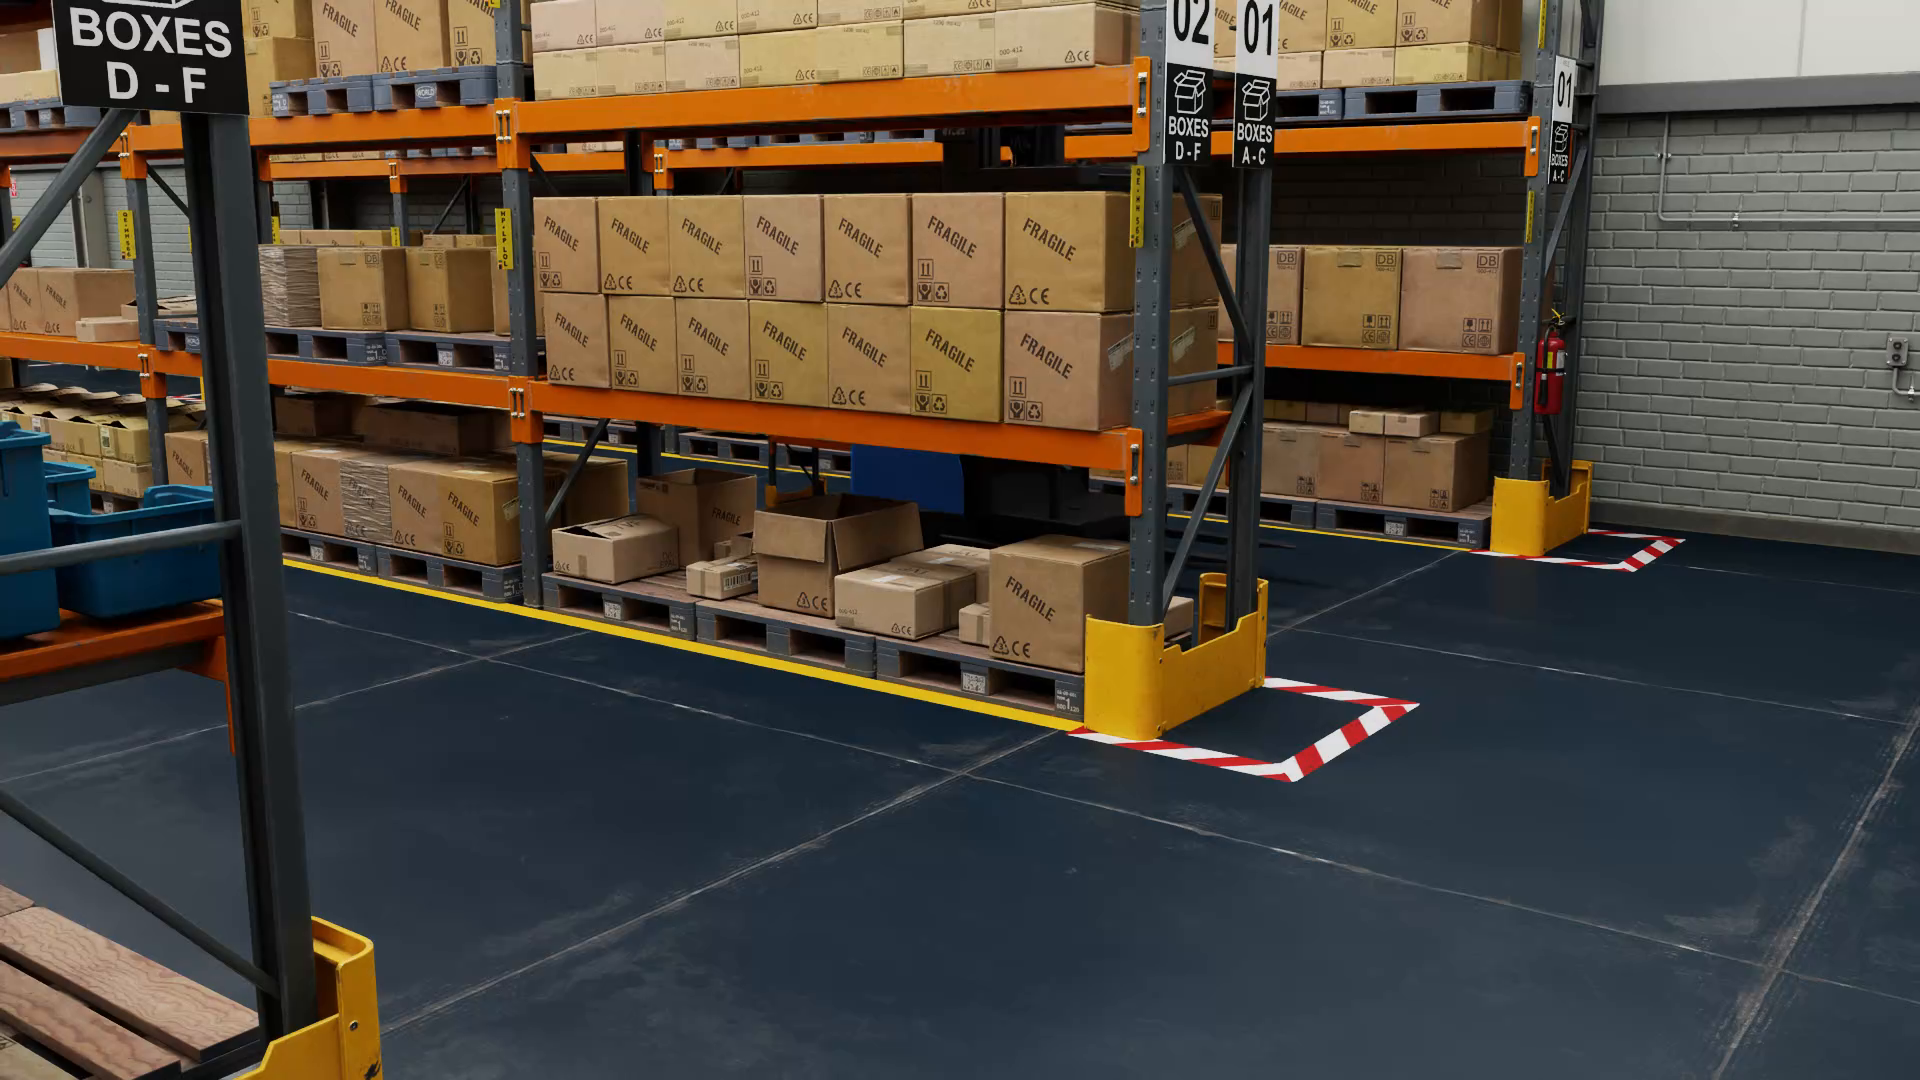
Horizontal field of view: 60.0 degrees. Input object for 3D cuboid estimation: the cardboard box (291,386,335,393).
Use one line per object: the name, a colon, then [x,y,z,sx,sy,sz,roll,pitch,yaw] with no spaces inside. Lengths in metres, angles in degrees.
cardboard box: [-7.378,-2.010,19.446,0.500,0.500,0.700,7,13,32]

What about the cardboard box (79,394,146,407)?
cardboard box: [-6.886,-1.018,13.550,0.500,0.311,0.500,8,13,35]

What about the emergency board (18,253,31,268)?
emergency board: [-14.633,-4.279,25.752,0.643,1.169,0.194,8,13,36]

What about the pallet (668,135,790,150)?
pallet: [-1.906,-3.684,15.273,1.003,0.211,1.213,9,14,38]

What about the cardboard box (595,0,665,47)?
cardboard box: [-1.512,-2.655,8.539,0.500,0.250,0.500,8,13,36]

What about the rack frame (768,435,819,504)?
rack frame: [-1.245,-0.937,12.423,0.032,1.500,0.500,9,14,39]

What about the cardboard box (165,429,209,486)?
cardboard box: [-5.187,-0.503,11.655,0.500,0.500,0.500,9,14,38]

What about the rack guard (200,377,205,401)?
rack guard: [-8.843,-2.032,20.715,0.348,0.500,1.175,8,13,36]

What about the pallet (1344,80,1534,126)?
pallet: [3.388,-2.979,11.370,1.213,0.211,1.003,8,13,36]

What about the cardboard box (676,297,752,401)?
cardboard box: [-1.095,-0.996,8.517,0.500,0.500,0.500,8,13,35]

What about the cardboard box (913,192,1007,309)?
cardboard box: [0.134,-1.314,7.531,0.500,0.500,0.500,8,14,37]

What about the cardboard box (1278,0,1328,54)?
cardboard box: [2.418,-3.647,11.637,0.500,0.500,0.500,7,13,33]

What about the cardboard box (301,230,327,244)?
cardboard box: [-7.049,-3.241,18.755,0.500,0.500,0.500,7,13,34]

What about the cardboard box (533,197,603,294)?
cardboard box: [-1.948,-1.603,9.025,0.500,0.500,0.500,8,14,37]

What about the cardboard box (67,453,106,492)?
cardboard box: [-6.371,-0.545,12.581,0.500,0.250,0.500,8,13,35]

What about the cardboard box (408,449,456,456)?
cardboard box: [-3.241,-0.355,10.893,0.500,0.500,0.500,8,14,36]

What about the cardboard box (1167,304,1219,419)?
cardboard box: [0.861,-0.849,7.758,0.500,0.500,0.500,8,14,37]

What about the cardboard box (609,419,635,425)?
cardboard box: [-3.067,-1.430,16.445,0.500,0.500,0.700,8,14,36]

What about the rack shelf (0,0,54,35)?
rack shelf: [-3.484,-1.296,4.329,4.000,0.370,1.077,8,13,36]

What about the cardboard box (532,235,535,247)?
cardboard box: [-4.294,-2.887,17.134,0.500,0.500,0.700,10,15,43]

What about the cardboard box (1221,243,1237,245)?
cardboard box: [1.781,-1.919,12.763,0.700,0.700,0.980,8,13,34]

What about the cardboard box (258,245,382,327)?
cardboard box: [-4.187,-1.679,10.941,0.700,0.500,0.500,-10,15,-42]

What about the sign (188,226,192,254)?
sign: [-9.225,-3.609,20.010,0.005,0.325,0.100,8,13,36]

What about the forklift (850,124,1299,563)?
forklift: [0.695,-1.318,10.624,3.031,2.935,1.130,9,14,39]

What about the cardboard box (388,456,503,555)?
cardboard box: [-3.122,-0.217,10.175,0.500,0.500,0.500,8,14,36]

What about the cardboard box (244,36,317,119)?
cardboard box: [-4.183,-2.971,10.830,0.500,0.500,0.910,8,13,36]

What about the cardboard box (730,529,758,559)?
cardboard box: [-0.929,0.050,9.297,0.500,0.311,0.500,8,13,36]

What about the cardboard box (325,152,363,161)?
cardboard box: [-6.633,-4.427,18.302,0.500,0.500,0.500,7,13,31]

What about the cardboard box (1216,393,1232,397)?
cardboard box: [2.153,-1.046,12.805,0.250,0.149,0.380,8,14,36]

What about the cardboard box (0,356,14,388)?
cardboard box: [-8.797,-1.383,14.942,0.500,0.500,0.500,8,13,36]

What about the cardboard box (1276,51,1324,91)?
cardboard box: [2.402,-3.281,11.719,0.500,0.250,0.500,7,13,34]

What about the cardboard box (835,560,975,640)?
cardboard box: [-0.269,0.289,8.217,0.500,0.250,0.500,8,13,36]

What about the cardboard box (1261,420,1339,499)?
cardboard box: [2.560,-0.624,12.331,0.500,0.500,0.700,7,13,34]

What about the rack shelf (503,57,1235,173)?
rack shelf: [-0.549,-2.054,8.247,4.000,0.370,1.077,8,13,36]

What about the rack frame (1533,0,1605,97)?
rack frame: [3.992,-4.414,10.653,0.127,3.000,1.000,8,13,36]

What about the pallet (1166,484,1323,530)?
pallet: [2.322,-0.315,12.600,1.213,0.211,1.003,8,13,36]

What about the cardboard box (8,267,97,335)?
cardboard box: [-7.171,-1.904,13.209,0.500,0.500,0.500,8,14,36]

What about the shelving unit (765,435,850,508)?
shelving unit: [-0.846,-0.874,12.100,1.083,1.500,0.587,9,14,39]

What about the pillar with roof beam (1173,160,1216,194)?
pillar with roof beam: [-0.704,-4.258,9.849,0.400,9.000,9.100,8,13,36]

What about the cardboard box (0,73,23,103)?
cardboard box: [-7.104,-3.440,12.805,0.500,0.250,0.500,7,13,31]

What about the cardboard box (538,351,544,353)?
cardboard box: [-4.298,-1.987,17.354,0.500,0.250,0.500,7,13,34]

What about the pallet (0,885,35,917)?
pallet: [-3.493,1.181,4.868,1.213,0.211,1.003,8,13,36]

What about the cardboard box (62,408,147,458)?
cardboard box: [-6.376,-0.819,12.524,0.500,0.311,0.500,8,13,35]

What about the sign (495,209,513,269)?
sign: [-2.487,-1.643,9.074,0.005,0.325,0.100,8,13,36]

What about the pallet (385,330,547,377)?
pallet: [-2.740,-1.172,10.195,1.213,0.211,1.003,8,13,36]

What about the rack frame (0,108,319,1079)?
rack frame: [-1.874,0.049,3.381,0.053,2.616,0.949,8,13,36]

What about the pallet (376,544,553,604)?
pallet: [-2.839,0.124,10.333,1.213,0.211,1.003,8,13,36]

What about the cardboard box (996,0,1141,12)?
cardboard box: [0.498,-2.373,7.080,0.500,0.250,0.500,8,13,36]

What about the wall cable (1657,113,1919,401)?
wall cable: [5.584,-1.968,11.131,1.851,1.984,0.084,8,13,36]

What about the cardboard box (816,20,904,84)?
cardboard box: [-0.314,-2.238,7.700,0.500,0.250,0.500,8,13,36]

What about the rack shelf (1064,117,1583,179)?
rack shelf: [2.380,-2.813,12.169,4.000,0.370,1.077,8,13,36]

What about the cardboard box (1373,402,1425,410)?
cardboard box: [3.179,-0.903,12.066,0.250,0.149,0.380,8,14,36]

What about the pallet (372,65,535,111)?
pallet: [-2.645,-2.624,9.793,1.003,0.211,1.213,8,13,36]
